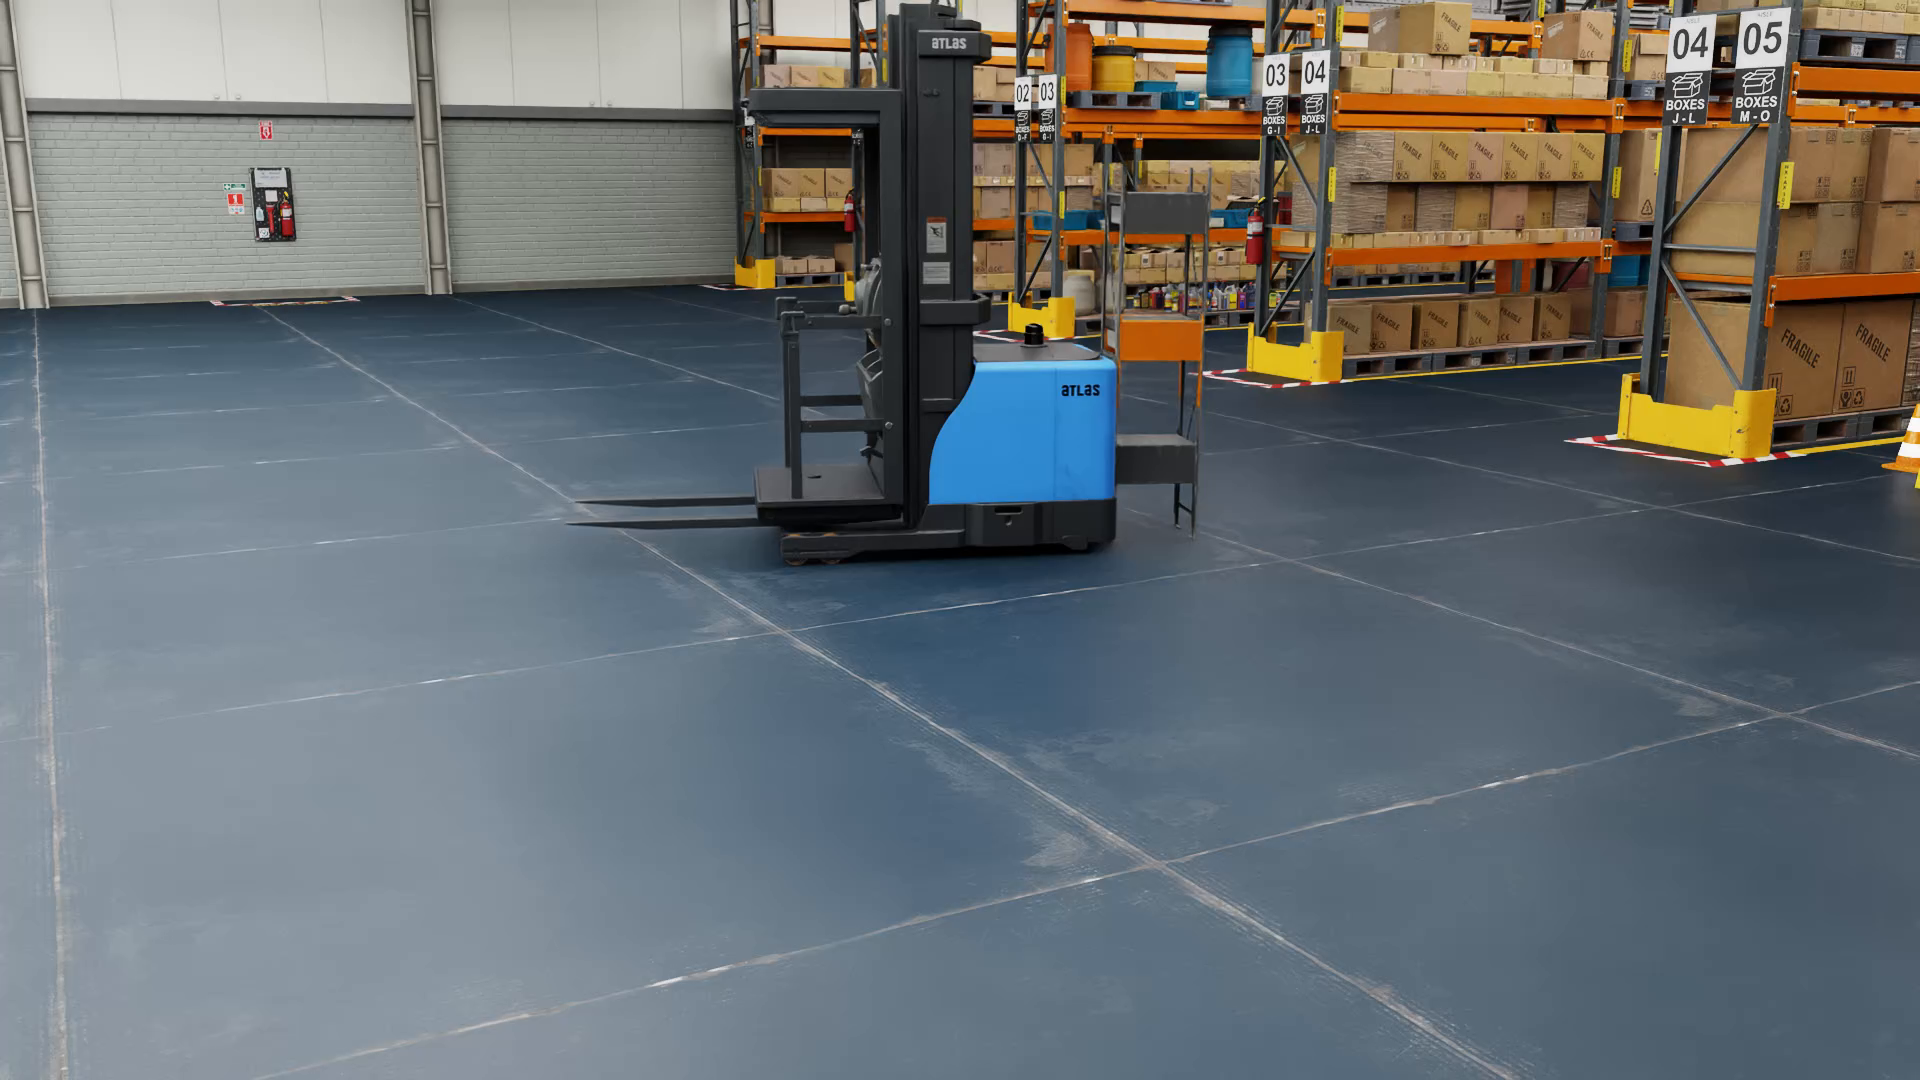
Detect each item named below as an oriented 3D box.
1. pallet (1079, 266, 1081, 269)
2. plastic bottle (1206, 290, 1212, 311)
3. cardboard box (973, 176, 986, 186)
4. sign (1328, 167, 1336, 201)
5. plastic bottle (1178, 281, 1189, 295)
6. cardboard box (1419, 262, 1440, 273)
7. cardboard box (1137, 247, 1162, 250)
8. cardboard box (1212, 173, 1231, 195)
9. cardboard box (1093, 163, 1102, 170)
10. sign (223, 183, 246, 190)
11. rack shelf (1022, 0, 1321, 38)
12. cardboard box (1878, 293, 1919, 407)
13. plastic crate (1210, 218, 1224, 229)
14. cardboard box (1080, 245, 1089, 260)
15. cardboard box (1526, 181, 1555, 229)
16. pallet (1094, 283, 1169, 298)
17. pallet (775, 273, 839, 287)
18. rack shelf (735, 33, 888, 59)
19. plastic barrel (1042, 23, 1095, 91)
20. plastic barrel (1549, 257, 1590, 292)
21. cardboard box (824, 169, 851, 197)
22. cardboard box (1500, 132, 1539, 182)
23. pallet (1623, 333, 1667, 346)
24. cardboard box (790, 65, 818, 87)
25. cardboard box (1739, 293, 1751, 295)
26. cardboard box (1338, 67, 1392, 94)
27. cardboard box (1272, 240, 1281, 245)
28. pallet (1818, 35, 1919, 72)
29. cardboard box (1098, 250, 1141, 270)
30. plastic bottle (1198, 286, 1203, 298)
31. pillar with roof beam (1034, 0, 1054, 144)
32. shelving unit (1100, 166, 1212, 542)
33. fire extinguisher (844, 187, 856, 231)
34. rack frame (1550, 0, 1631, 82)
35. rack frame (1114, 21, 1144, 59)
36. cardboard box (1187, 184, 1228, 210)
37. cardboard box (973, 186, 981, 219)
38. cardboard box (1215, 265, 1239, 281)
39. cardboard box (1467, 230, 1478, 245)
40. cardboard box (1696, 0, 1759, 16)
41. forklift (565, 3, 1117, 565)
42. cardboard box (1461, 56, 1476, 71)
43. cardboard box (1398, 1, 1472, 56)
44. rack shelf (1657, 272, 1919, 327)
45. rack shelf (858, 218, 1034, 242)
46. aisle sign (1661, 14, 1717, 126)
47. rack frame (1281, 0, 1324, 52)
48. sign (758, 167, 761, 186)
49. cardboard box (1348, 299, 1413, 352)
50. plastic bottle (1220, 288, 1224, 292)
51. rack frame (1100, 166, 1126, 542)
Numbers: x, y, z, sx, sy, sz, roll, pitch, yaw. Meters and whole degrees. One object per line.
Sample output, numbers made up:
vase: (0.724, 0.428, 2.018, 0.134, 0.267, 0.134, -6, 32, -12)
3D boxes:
pallet: (2.586, -5.420, 33.210, 1.213, 0.211, 1.003, -7, 14, -28)
plastic bottle: (3.305, -3.193, 22.178, 0.097, 0.271, 0.097, 0, 13, 0)
cardboard box: (0.205, -5.567, 25.809, 0.250, 0.149, 0.380, -7, 14, -29)
sign: (3.631, -3.474, 16.244, 0.005, 0.325, 0.100, -7, 14, -28)
plastic bottle: (3.063, -3.385, 22.848, 0.185, 0.351, 0.144, -7, 14, -28)
cardboard box: (8.427, -5.166, 30.424, 0.500, 0.500, 0.500, -7, 14, -28)
cardboard box: (3.250, -4.830, 28.267, 0.500, 0.311, 0.500, -7, 14, -28)
cardboard box: (5.176, -7.229, 33.948, 0.500, 0.500, 0.500, -6, 14, -26)
cardboard box: (2.709, -7.363, 32.787, 0.250, 0.149, 0.380, -10, 16, -37)
sign: (-11.529, -5.613, 26.431, 0.331, 0.109, 0.001, -7, 14, -28)
rack shelf: (2.754, -6.702, 21.444, 4.000, 0.370, 1.077, -7, 14, -28)
cardboard box: (7.795, -1.631, 13.907, 0.875, 0.875, 0.875, -7, 14, -27)
plastic crate: (3.205, -4.184, 21.967, 0.437, 0.136, 0.530, -7, 14, -28)
cardboard box: (2.158, -5.739, 32.971, 0.500, 0.500, 0.700, -7, 14, -28)
cardboard box: (6.002, -3.690, 18.268, 0.500, 0.500, 0.875, -7, 14, -28)
pallet: (2.767, -4.211, 27.842, 1.213, 0.211, 1.003, -7, 14, -28)
pallet: (-2.952, -4.747, 30.219, 1.213, 0.211, 1.003, -7, 14, -28)
rack shelf: (-1.993, -8.805, 29.884, 4.000, 0.370, 1.077, -7, 14, -28)
plastic barrel: (1.364, -6.064, 20.958, 0.708, 0.830, 0.600, -7, 14, -28)
plastic barrel: (9.432, -4.155, 25.774, 0.708, 0.588, 0.600, -7, 14, -28)
cardboard box: (-2.291, -6.418, 29.884, 0.500, 0.500, 0.500, -7, 15, -30)
cardboard box: (5.741, -4.053, 17.606, 0.500, 0.500, 0.500, -7, 14, -28)
pallet: (8.637, -2.428, 19.919, 1.213, 0.211, 1.003, -7, 14, -28)
cardboard box: (-2.830, -8.067, 29.239, 0.500, 0.500, 0.500, -7, 14, -29)
cardboard box: (9.334, -2.858, 20.168, 0.500, 0.500, 0.700, -8, 15, -33)
cardboard box: (3.918, -4.548, 16.494, 0.500, 0.250, 0.500, -6, 14, -26)
cardboard box: (6.276, -6.345, 34.912, 0.750, 0.750, 0.750, -7, 14, -27)
pallet: (7.377, -3.819, 13.119, 1.213, 0.211, 1.003, -7, 14, -28)
cardboard box: (2.621, -4.619, 27.332, 0.500, 0.311, 0.500, -7, 14, -28)
plastic bottle: (3.325, -3.368, 22.955, 0.097, 0.271, 0.097, 0, 13, 0)
pillar with roof beam: (3.780, -8.989, 29.056, 0.400, 9.000, 9.100, -7, 14, -28)
shelving unit: (1.096, -1.061, 9.525, 0.503, 2.100, 0.431, -1, 13, -9)
fire extinguisher: (-1.698, -5.105, 25.639, 0.183, 0.674, 0.296, -7, 14, -28)
rack frame: (6.882, -6.504, 18.014, 0.127, 3.000, 1.000, -7, 14, -28)
rack frame: (3.273, -9.789, 32.609, 0.127, 3.000, 1.000, -7, 14, -28)
cardboard box: (4.185, -5.777, 28.218, 0.500, 0.500, 0.500, -8, 15, -31)
cardboard box: (-0.059, -5.269, 25.961, 0.500, 0.500, 0.700, -7, 14, -27)
cardboard box: (4.411, -4.561, 28.352, 0.500, 0.250, 0.500, -6, 14, -27)
cardboard box: (5.255, -3.209, 17.608, 0.250, 0.149, 0.380, -7, 14, -28)
cardboard box: (5.955, -4.084, 12.574, 0.500, 0.250, 0.500, -7, 14, -27)
forklift: (-0.684, -1.420, 9.242, 3.031, 2.935, 1.130, -2, 13, -8)
cardboard box: (5.078, -4.891, 17.113, 0.250, 0.149, 0.380, -7, 14, -28)
cardboard box: (4.804, -5.162, 16.838, 0.500, 0.500, 0.500, -7, 14, -28)
rack shelf: (7.415, -2.049, 13.523, 4.000, 0.370, 1.077, -7, 14, -28)
rack shelf: (0.383, -4.925, 26.302, 4.000, 0.370, 1.077, -7, 14, -28)
aisle sign: (5.453, -3.509, 12.447, 0.004, 0.787, 0.394, -7, 14, -28)
rack frame: (4.509, -7.459, 22.256, 0.127, 3.000, 1.000, -7, 14, -28)
sign: (-3.489, -6.338, 28.969, 0.005, 0.325, 0.100, -7, 14, -28)
cardboard box: (4.436, -2.274, 17.618, 0.500, 0.500, 0.500, -3, 13, -13)
plastic bottle: (3.558, -3.261, 22.452, 0.133, 0.283, 0.061, -7, 14, -28)
rack frame: (0.854, -1.056, 9.489, 0.015, 2.100, 0.400, -1, 13, -9)
